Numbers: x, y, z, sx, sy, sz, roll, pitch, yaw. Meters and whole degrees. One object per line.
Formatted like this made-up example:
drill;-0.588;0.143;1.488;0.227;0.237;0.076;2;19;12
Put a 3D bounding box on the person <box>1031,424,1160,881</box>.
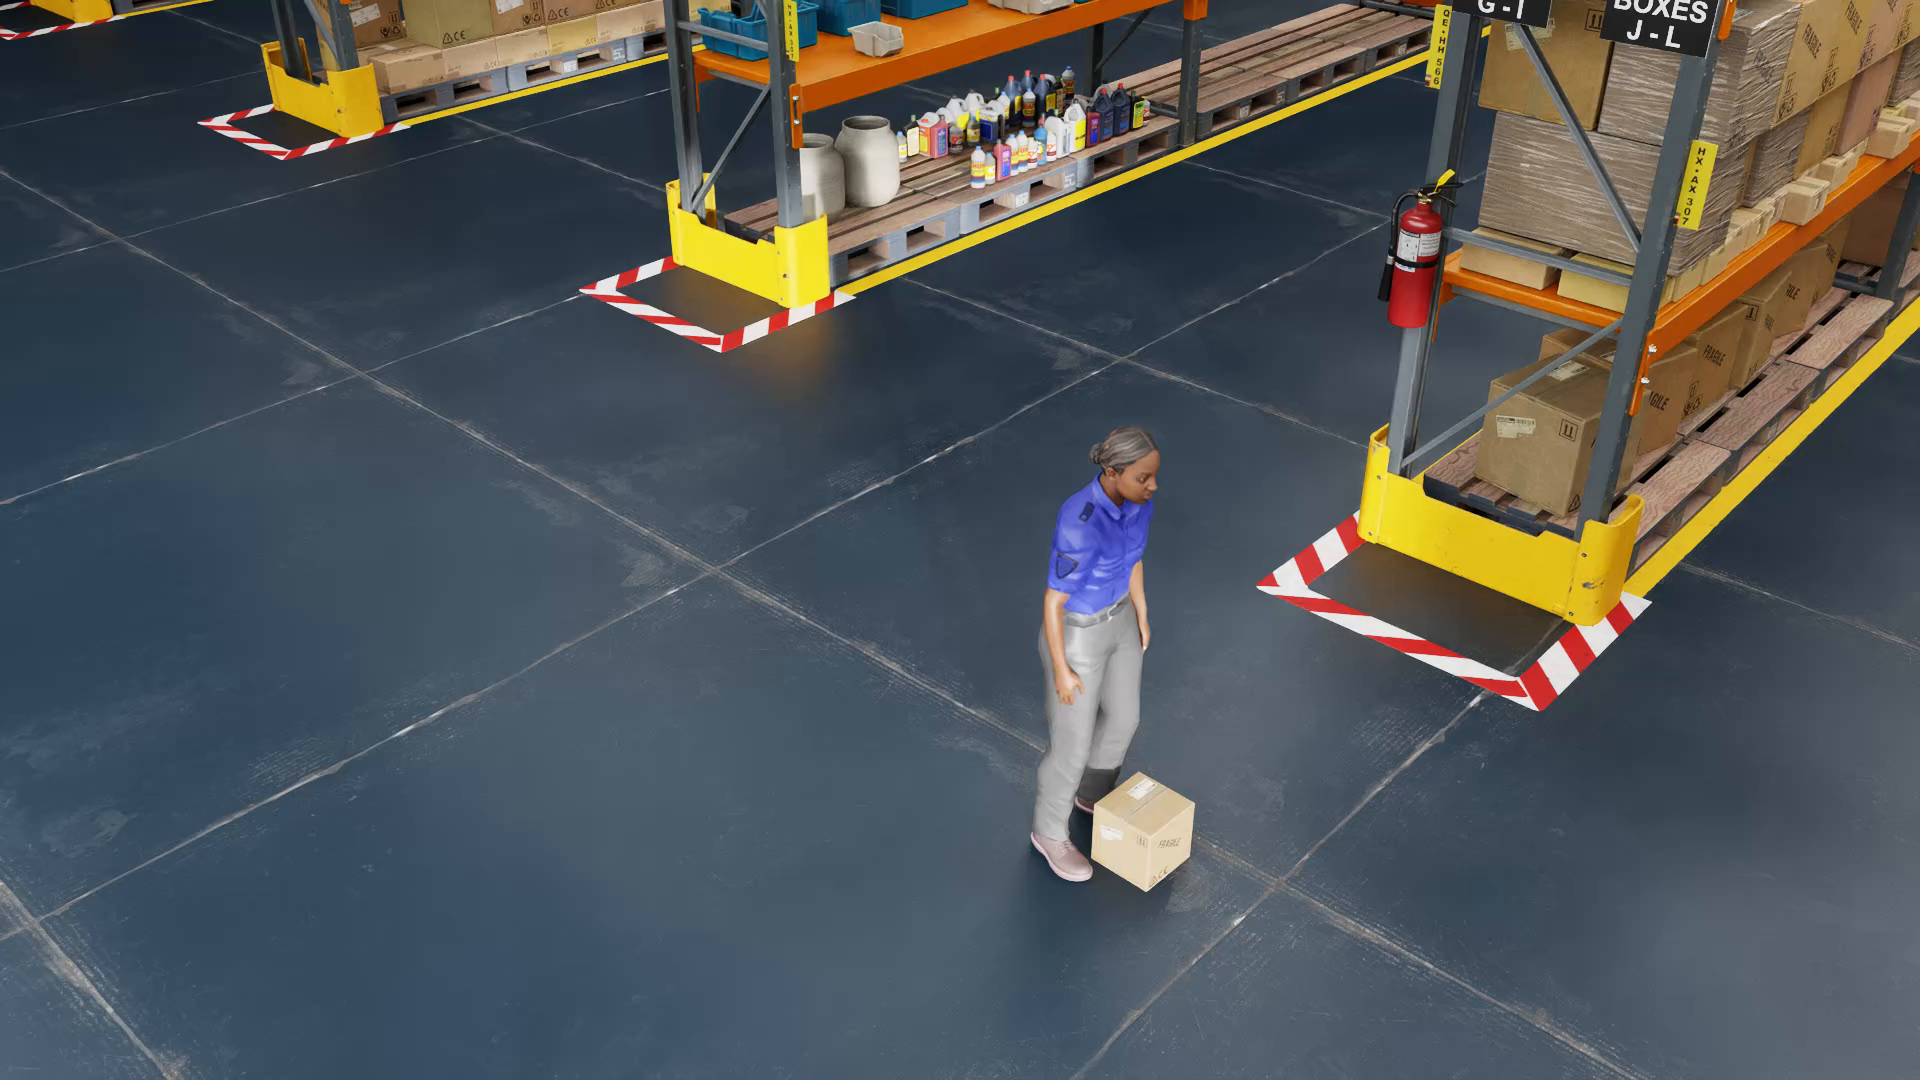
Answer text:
person;0.462;0.345;5.577;0.353;1.654;0.518;25;39;34
